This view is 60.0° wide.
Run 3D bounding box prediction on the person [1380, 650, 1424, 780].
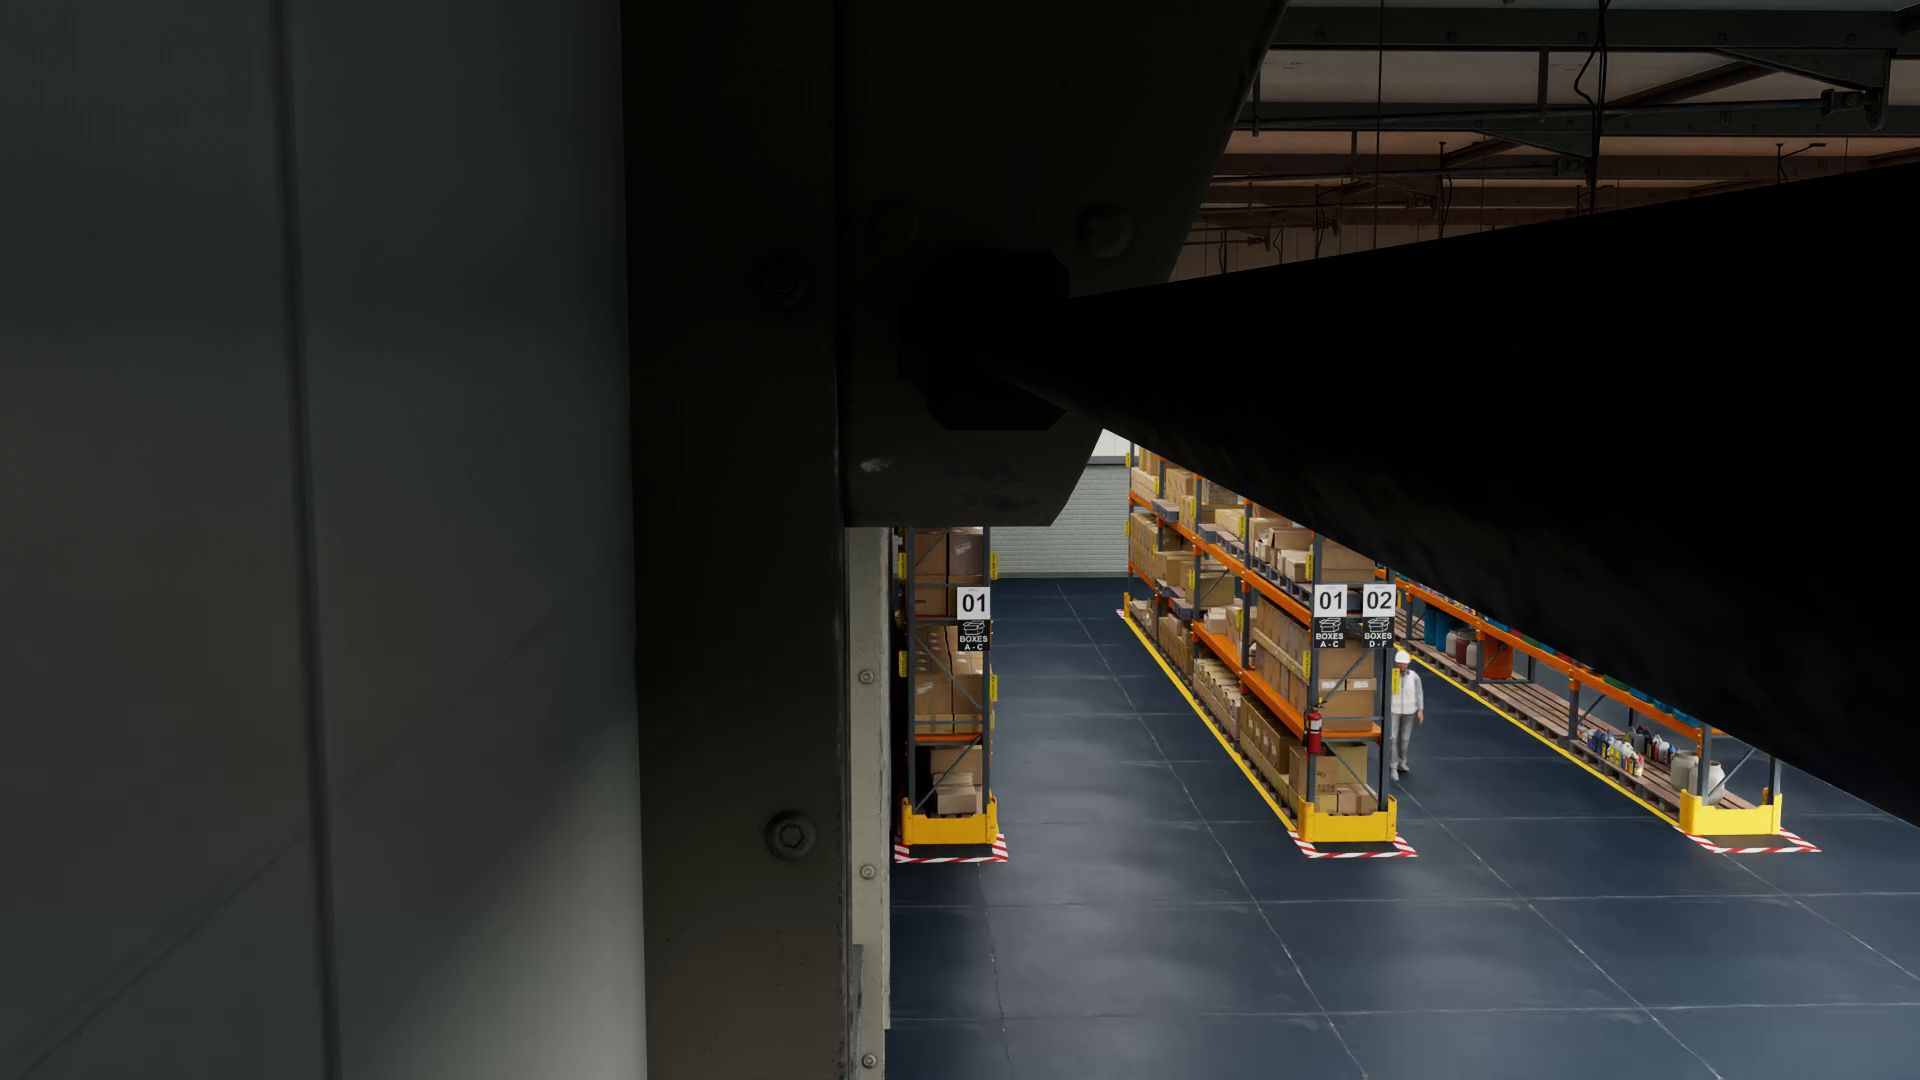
[{"bbox_3d":[6.258,2.448,23.543,0.584,1.782,0.696,1,7,8],"label":"person"}]
